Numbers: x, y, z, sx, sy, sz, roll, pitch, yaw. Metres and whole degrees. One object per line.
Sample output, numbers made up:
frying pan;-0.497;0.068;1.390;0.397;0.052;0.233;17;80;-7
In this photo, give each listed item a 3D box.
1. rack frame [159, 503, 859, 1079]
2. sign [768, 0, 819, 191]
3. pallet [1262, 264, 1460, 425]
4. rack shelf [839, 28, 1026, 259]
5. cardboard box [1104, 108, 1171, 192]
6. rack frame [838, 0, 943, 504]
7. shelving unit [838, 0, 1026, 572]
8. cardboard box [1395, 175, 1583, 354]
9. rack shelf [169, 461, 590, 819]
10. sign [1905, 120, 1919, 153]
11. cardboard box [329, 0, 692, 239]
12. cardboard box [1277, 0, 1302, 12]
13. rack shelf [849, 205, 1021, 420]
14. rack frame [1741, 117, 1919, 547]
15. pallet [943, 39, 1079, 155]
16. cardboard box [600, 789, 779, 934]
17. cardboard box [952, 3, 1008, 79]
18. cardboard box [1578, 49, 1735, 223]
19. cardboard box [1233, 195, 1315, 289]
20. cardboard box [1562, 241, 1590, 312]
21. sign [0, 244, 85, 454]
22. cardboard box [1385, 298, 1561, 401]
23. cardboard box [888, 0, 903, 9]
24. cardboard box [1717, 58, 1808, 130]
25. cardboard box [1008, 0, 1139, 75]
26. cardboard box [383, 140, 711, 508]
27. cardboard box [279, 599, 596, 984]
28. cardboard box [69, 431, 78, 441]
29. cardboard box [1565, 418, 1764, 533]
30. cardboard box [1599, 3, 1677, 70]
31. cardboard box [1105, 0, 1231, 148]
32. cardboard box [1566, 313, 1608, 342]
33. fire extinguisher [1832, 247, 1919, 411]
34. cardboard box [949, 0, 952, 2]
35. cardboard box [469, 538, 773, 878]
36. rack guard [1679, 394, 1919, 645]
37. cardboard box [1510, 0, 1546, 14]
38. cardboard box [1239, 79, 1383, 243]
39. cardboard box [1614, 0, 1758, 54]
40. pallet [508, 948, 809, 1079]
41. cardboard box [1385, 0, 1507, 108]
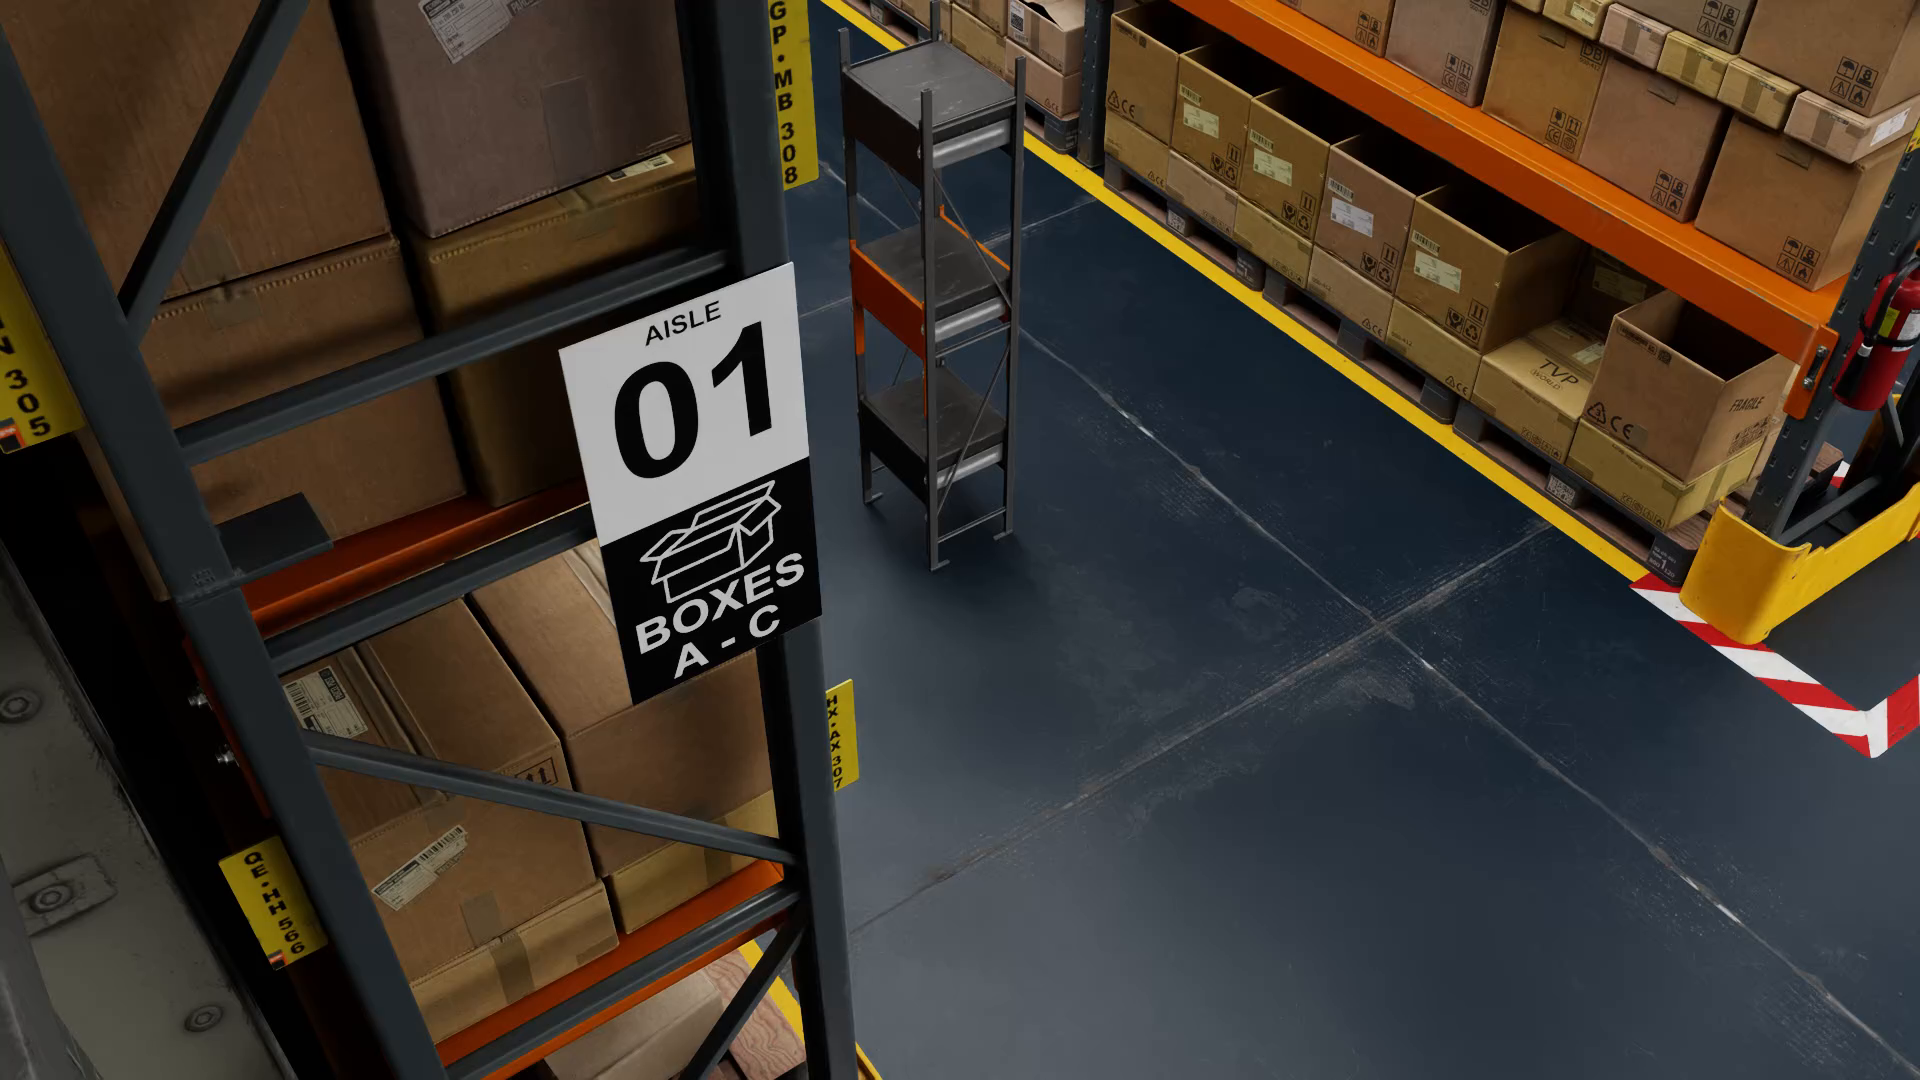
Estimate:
rack frame;-0.708;0.951;3.582;1.000;3.000;0.127;-26;49;-24
sign;-0.263;-0.665;2.469;0.100;0.325;0.005;-26;49;-24
pallet;2.187;-1.107;7.756;1.003;0.211;1.213;-26;49;-24
rack shelf;-0.095;-1.350;5.649;0.431;0.518;0.480;-26;49;-24
cardboard box;1.081;-2.049;8.411;0.500;0.250;0.500;-26;49;-24
rack frame;-0.234;-0.991;6.268;0.400;2.100;0.015;-26;49;-24
shelving unit;-0.095;-0.853;6.123;0.431;2.100;0.503;-26;49;-24
cardboard box;2.218;-1.184;6.962;0.500;0.500;0.500;-26;49;-24
rack shelf;-1.852;-1.007;3.981;1.077;0.370;4.000;-26;49;-24
sign;2.900;-1.306;4.936;0.100;0.325;0.005;-26;49;-24
cardboard box;-0.729;-0.854;2.489;0.500;0.500;0.500;-29;51;-27
cardboard box;1.631;-2.765;7.402;0.700;0.500;0.500;-26;50;-25
rack shelf;-0.095;-0.843;6.133;0.431;0.518;0.480;-26;49;-24
rack frame;3.353;-1.008;5.634;1.000;3.000;0.127;-26;49;-24
pallet;0.611;-2.667;9.391;1.003;0.211;1.213;-26;49;-24
cardboard box;-0.727;0.596;4.048;0.500;0.250;0.500;-27;50;-26
cardboard box;0.302;-2.839;9.238;0.500;0.250;0.500;-26;50;-25
cardboard box;2.792;-1.610;6.191;0.700;0.500;0.500;-24;49;-23
cardboard box;1.645;-1.478;7.814;0.500;0.250;0.500;-26;49;-24
cardboard box;2.645;-1.389;7.177;0.500;0.500;0.500;-26;49;-24
sign;-1.175;-0.247;2.023;0.100;0.325;0.005;-26;49;-24
cardboard box;2.221;-0.914;7.222;0.500;0.250;0.500;-26;49;-24
cardboard box;-0.281;-3.417;9.844;0.500;0.250;0.500;-25;49;-24
cardboard box;2.827;-1.568;5.678;0.380;0.149;0.250;-25;49;-23
cardboard box;0.598;-2.750;8.740;0.500;0.311;0.500;-26;49;-24
cardboard box;-0.694;-0.466;2.807;0.500;0.500;0.500;-24;49;-23
cardboard box;-1.152;0.543;3.560;0.500;0.500;0.500;-26;50;-25
cardboard box;-1.454;-0.584;2.930;0.500;0.500;0.500;-26;49;-24
cardboard box;2.804;-0.353;6.634;0.500;0.250;0.500;-26;49;-24
cardboard box;2.539;-1.856;5.980;0.380;0.149;0.250;-25;49;-24
cardboard box;1.073;-2.316;8.148;0.500;0.500;0.500;-26;49;-24
cardboard box;2.940;-0.839;7.144;0.500;0.250;0.500;-26;49;-24
fire extinguisher;3.040;-0.730;5.398;0.296;0.674;0.183;-26;49;-24
cardboard box;0.012;-3.326;9.343;0.500;0.311;0.500;-26;49;-25
cardboard box;-0.734;0.337;3.776;0.500;0.500;0.500;-26;49;-24
rack guard;3.367;-0.091;6.483;1.175;0.500;0.348;-26;49;-24
cardboard box;2.236;-2.153;6.291;0.380;0.149;0.250;-24;49;-23
cardboard box;1.645;-1.750;7.555;0.500;0.500;0.500;-26;49;-24
cardboard box;2.761;-2.109;5.775;0.700;0.500;0.500;-27;50;-25
pallet;-1.187;1.442;5.087;1.003;0.211;1.213;-26;49;-24
cardboard box;2.209;-2.190;6.799;0.700;0.500;0.500;-24;49;-23
